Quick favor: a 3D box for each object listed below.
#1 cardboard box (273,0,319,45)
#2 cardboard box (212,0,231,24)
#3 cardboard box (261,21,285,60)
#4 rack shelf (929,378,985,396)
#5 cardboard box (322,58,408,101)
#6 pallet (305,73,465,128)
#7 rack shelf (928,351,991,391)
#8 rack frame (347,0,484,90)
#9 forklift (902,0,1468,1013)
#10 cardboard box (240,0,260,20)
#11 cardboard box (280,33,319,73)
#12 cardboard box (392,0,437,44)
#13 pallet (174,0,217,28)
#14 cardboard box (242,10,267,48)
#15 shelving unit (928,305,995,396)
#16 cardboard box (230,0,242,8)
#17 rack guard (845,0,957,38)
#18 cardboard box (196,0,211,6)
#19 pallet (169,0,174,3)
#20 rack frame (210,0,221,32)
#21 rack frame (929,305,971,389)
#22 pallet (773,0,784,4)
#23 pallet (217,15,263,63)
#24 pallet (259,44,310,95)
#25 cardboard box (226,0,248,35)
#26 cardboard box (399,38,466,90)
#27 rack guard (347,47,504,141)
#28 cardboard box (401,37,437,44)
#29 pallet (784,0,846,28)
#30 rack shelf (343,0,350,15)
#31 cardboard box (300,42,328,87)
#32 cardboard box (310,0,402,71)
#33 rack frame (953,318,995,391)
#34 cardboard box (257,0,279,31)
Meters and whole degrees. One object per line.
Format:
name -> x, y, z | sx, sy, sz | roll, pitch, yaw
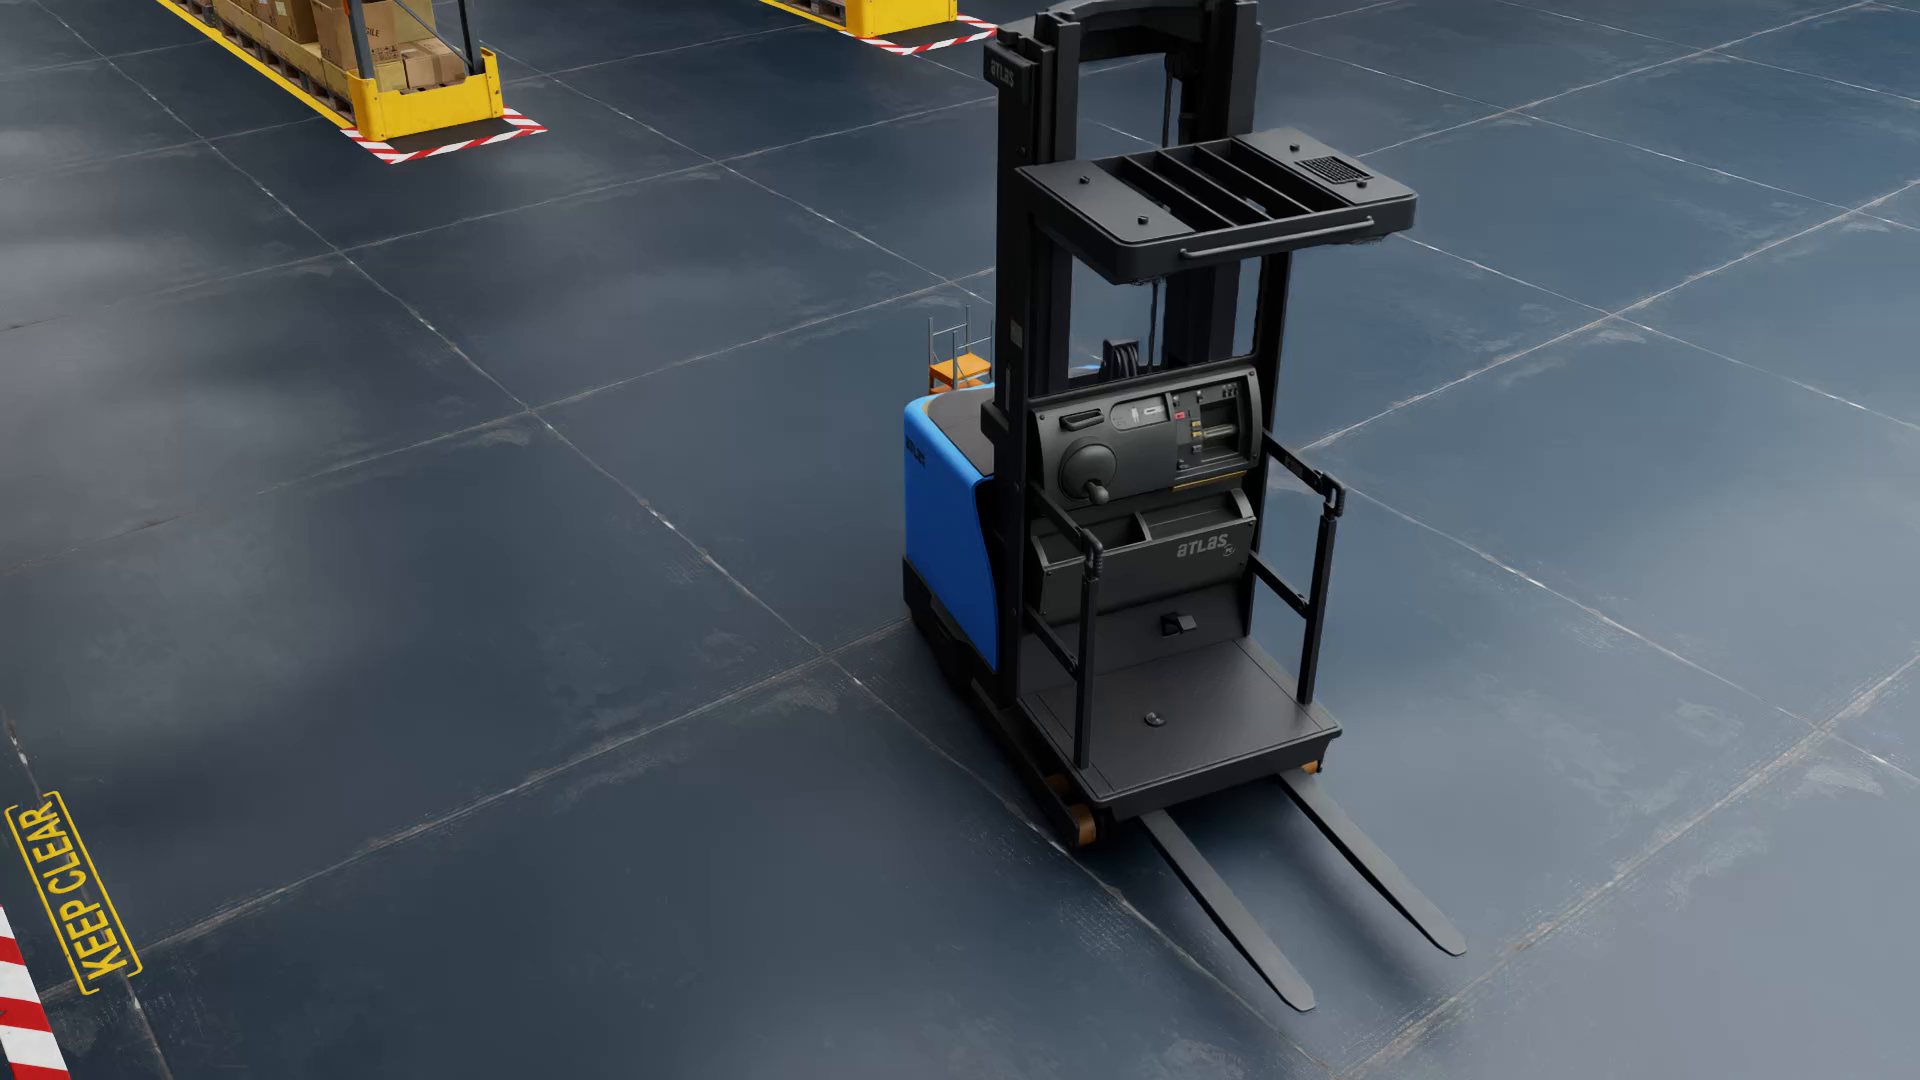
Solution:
cardboard box -> -5.591, -4.619, 14.341 | 0.500, 0.500, 0.500 | -22, 38, -31
cardboard box -> -6.811, -5.136, 15.885 | 0.500, 0.250, 0.500 | -22, 38, -31
cardboard box -> -5.894, -4.510, 14.876 | 0.500, 0.250, 0.500 | -22, 38, -31
rack shelf -> 0.009, -0.670, 7.821 | 0.258, 0.103, 0.180 | -22, 38, -31
cardboard box -> -4.965, -3.889, 13.876 | 0.500, 0.250, 0.500 | -22, 38, -31
pallet -> -4.905, -3.871, 14.283 | 1.003, 0.211, 1.213 | -22, 38, -31
rack shelf -> 0.009, -0.772, 7.757 | 0.258, 0.103, 0.180 | -22, 38, -31
rack frame -> -4.403, -4.750, 13.056 | 1.000, 3.000, 0.127 | -22, 38, -31
forklift -> 0.796, -0.332, 6.006 | 1.130, 2.935, 3.031 | -13, 34, -20
cardboard box -> -6.205, -5.035, 15.011 | 0.500, 0.500, 0.500 | -22, 38, -31
cardboard box -> -5.589, -4.301, 14.540 | 0.500, 0.250, 0.500 | -22, 38, -31
cardboard box -> -4.864, -4.583, 14.283 | 0.500, 0.500, 0.500 | -22, 38, -31
pallet -> -7.338, -5.527, 16.949 | 1.003, 0.211, 1.213 | -22, 38, -31
cardboard box -> -6.206, -4.716, 15.209 | 0.500, 0.250, 0.500 | -22, 38, -31
shelving unit -> 0.009, -0.504, 7.924 | 0.258, 1.200, 0.189 | -22, 38, -31
cardboard box -> -6.506, -5.246, 15.351 | 0.500, 0.500, 0.500 | -22, 38, -31
rack guard -> -0.572, -5.306, 16.319 | 1.175, 0.500, 0.348 | -22, 38, -31
cardboard box -> -7.339, -5.507, 16.482 | 0.500, 0.250, 0.500 | -23, 38, -32
pallet -> -8.091, -6.036, 17.769 | 1.003, 0.211, 1.213 | -22, 38, -31
rack frame -> -6.856, -6.417, 15.740 | 1.000, 3.000, 0.127 | -22, 38, -31
rack frame -> -0.047, -0.542, 7.985 | 0.240, 1.200, 0.006 | -22, 38, -31
pallet -> -1.809, -6.032, 17.762 | 1.003, 0.211, 1.213 | -22, 38, -31
pallet -> -6.401, -4.888, 15.920 | 1.003, 0.211, 1.213 | -22, 38, -31
pallet -> -5.649, -4.379, 15.101 | 1.003, 0.211, 1.213 | -22, 38, -31
cardboard box -> -6.508, -4.926, 15.547 | 0.500, 0.250, 0.500 | -22, 38, -31
cardboard box -> -4.556, -4.056, 14.146 | 0.500, 0.250, 0.500 | -22, 38, -31
rack guard -> -4.388, -3.679, 13.699 | 1.175, 0.500, 0.348 | -22, 38, -31
cardboard box -> -4.865, -4.263, 14.480 | 0.500, 0.250, 0.500 | -22, 38, -31
pallet -> -1.065, -5.524, 16.943 | 1.003, 0.211, 1.213 | -22, 38, -31
rack shelf -> -5.629, -5.278, 14.587 | 1.077, 0.370, 4.000 | -22, 38, -31
cardboard box -> -5.281, -4.093, 14.205 | 0.500, 0.250, 0.500 | -22, 38, -31
cardboard box -> -4.967, -4.207, 13.677 | 0.500, 0.500, 0.500 | -22, 38, -31
rack frame -> 0.065, -0.466, 7.862 | 0.240, 1.200, 0.006 | -22, 38, -31
cardboard box -> -5.897, -4.827, 14.677 | 0.500, 0.500, 0.500 | -22, 38, -31
